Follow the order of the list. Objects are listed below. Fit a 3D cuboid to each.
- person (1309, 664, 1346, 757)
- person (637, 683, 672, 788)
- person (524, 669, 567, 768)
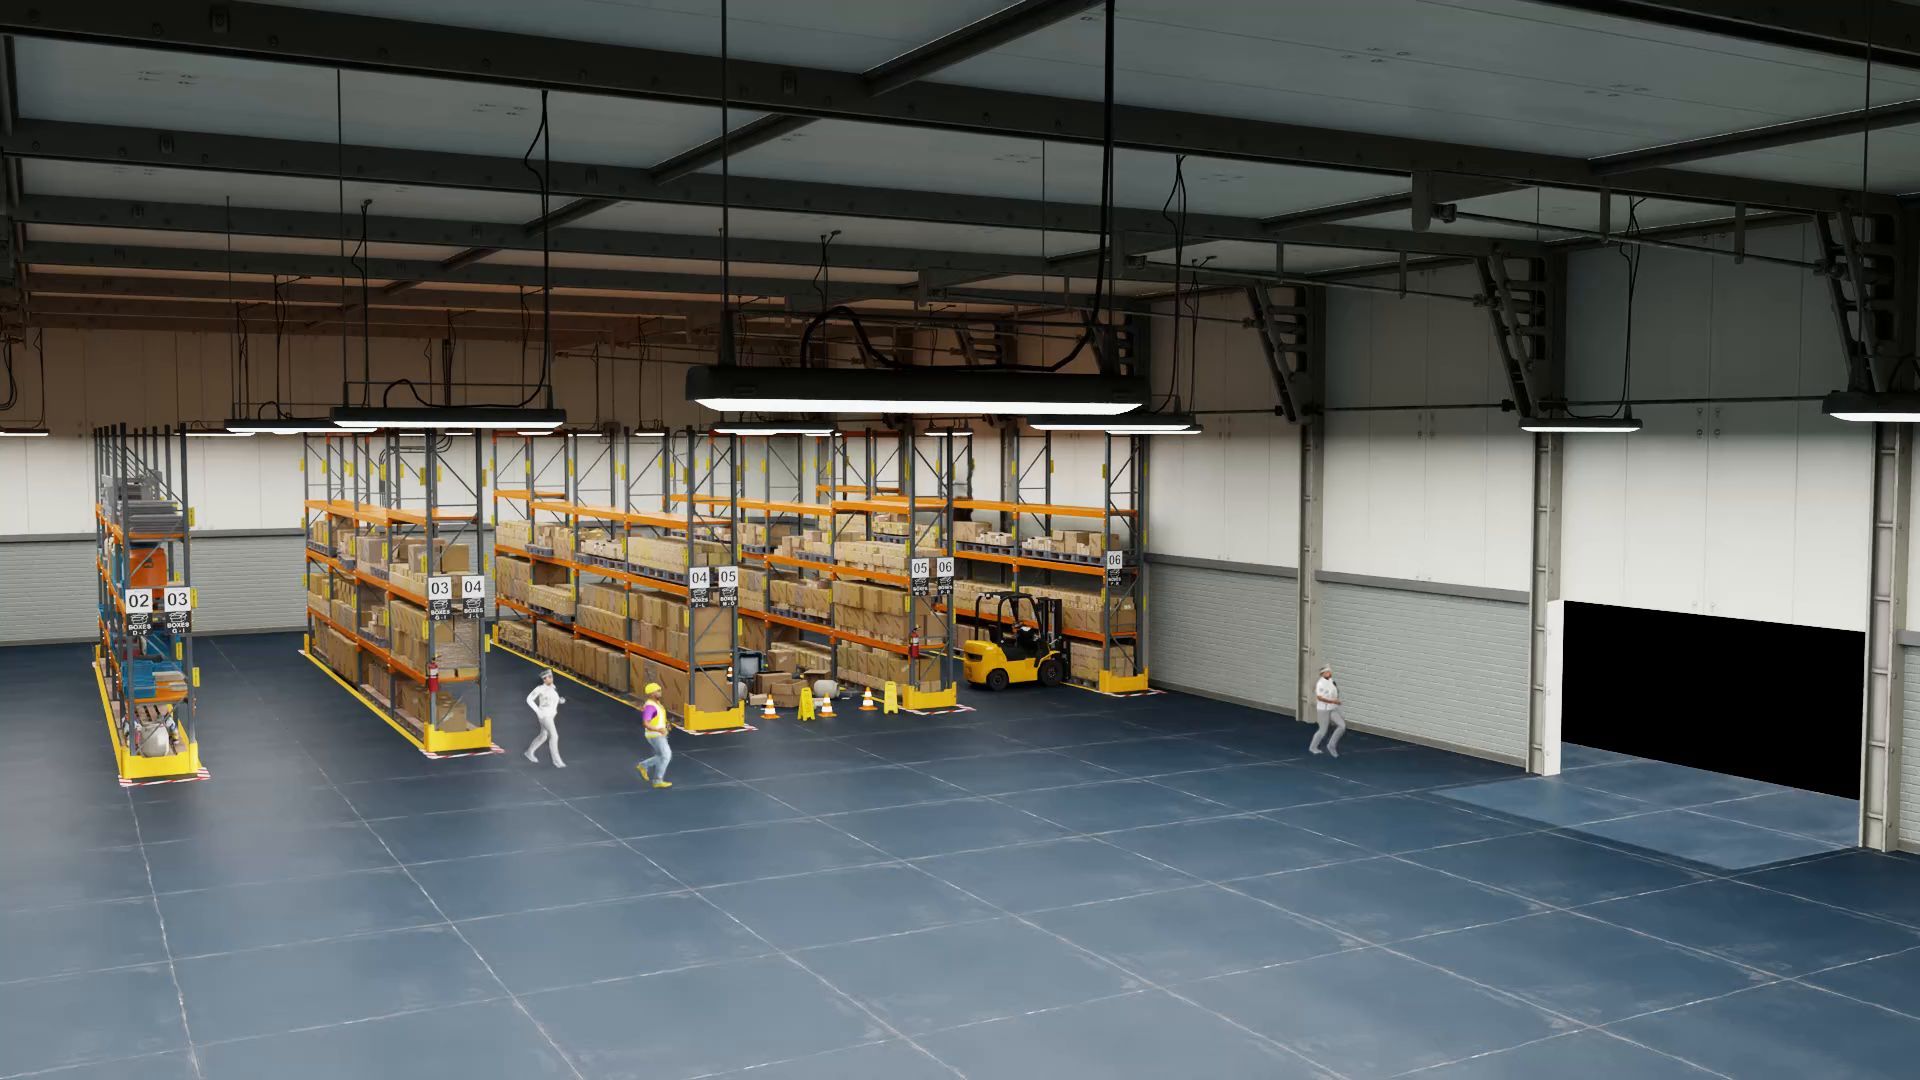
[{"bbox_3d":[6.651,3.080,30.056,0.582,1.704,0.703,-3,5,-41],"label":"person"},{"bbox_3d":[-5.033,3.207,27.320,0.609,1.717,0.697,0,3,0],"label":"person"},{"bbox_3d":[-7.246,3.114,29.132,0.822,1.736,0.590,1,4,15],"label":"person"}]
